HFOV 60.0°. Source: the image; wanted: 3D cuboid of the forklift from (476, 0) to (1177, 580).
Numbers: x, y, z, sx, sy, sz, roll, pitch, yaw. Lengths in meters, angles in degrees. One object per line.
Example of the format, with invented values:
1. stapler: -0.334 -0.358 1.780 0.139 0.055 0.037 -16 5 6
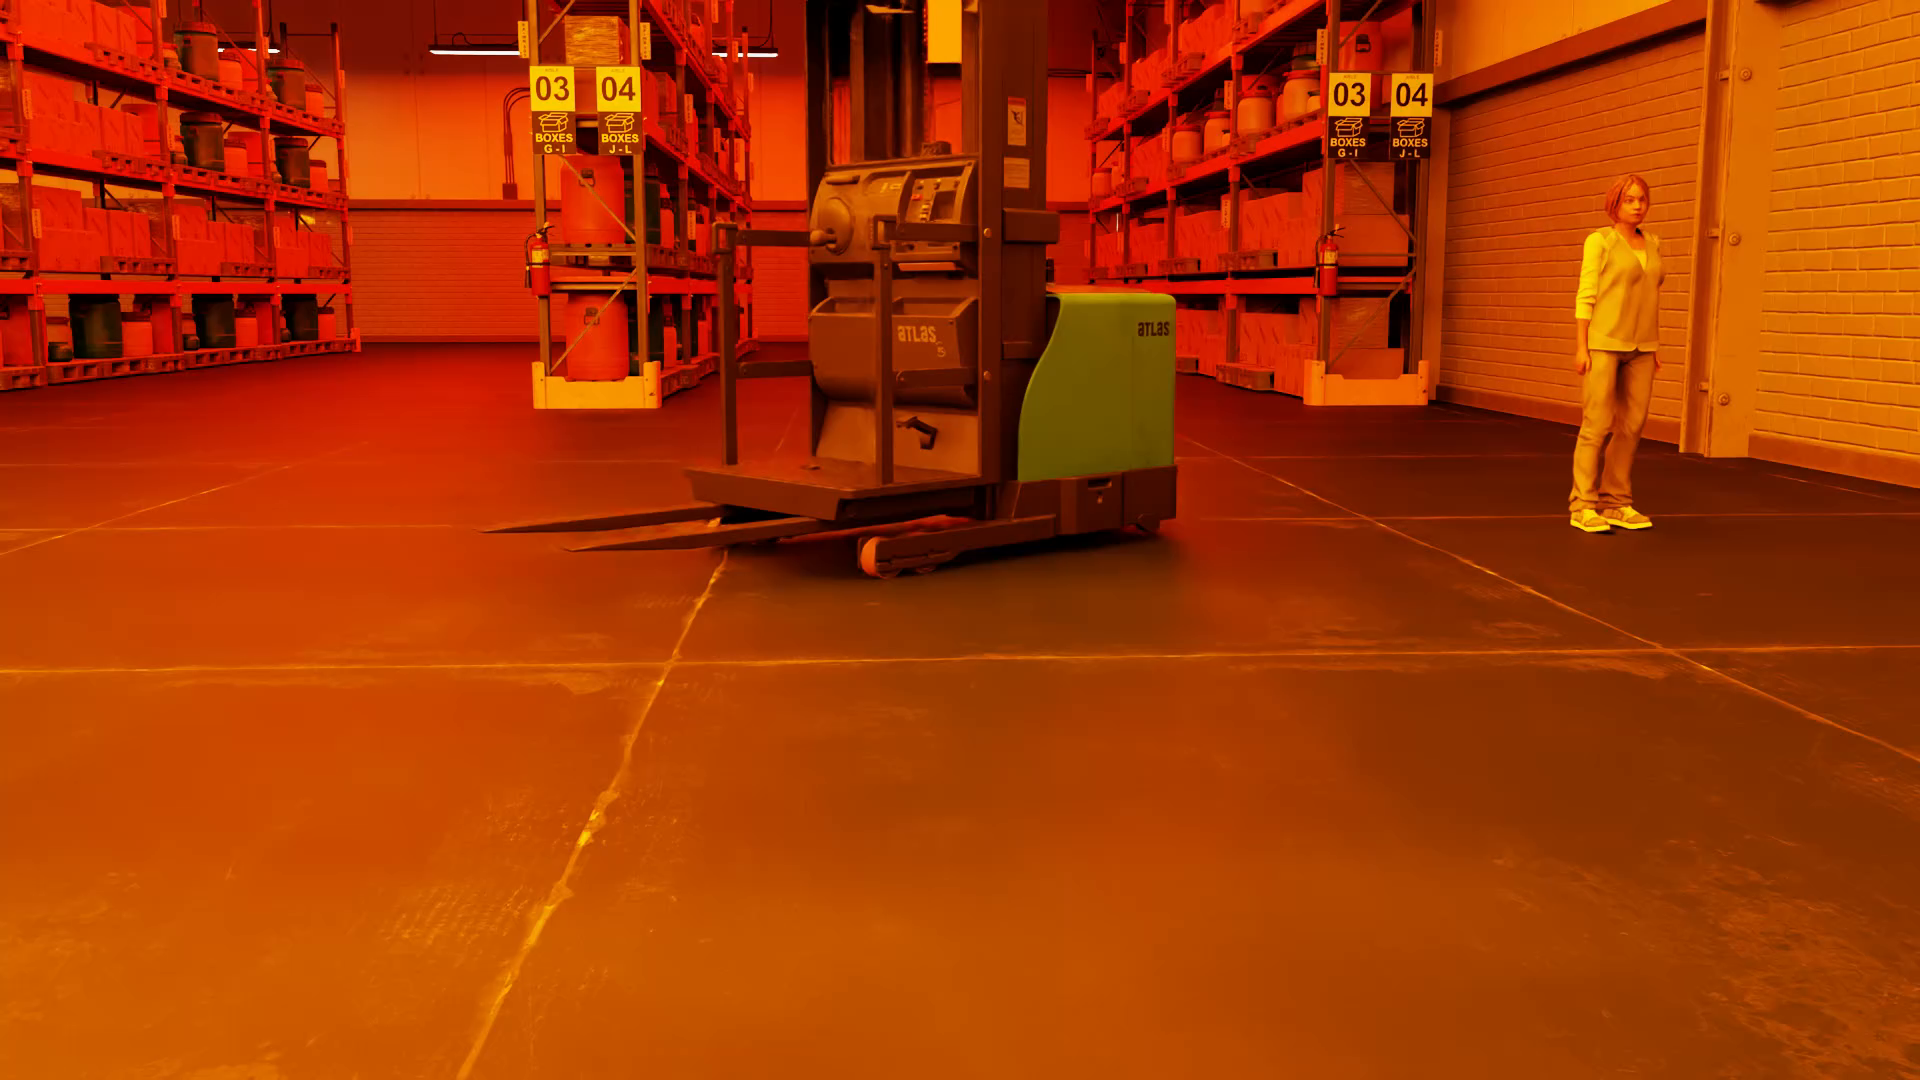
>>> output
1. forklift: -0.436 -1.385 6.657 3.031 2.935 1.130 -8 12 -43

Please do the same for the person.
1. person: 2.999 -0.845 7.558 0.444 1.602 0.329 -3 9 -17
